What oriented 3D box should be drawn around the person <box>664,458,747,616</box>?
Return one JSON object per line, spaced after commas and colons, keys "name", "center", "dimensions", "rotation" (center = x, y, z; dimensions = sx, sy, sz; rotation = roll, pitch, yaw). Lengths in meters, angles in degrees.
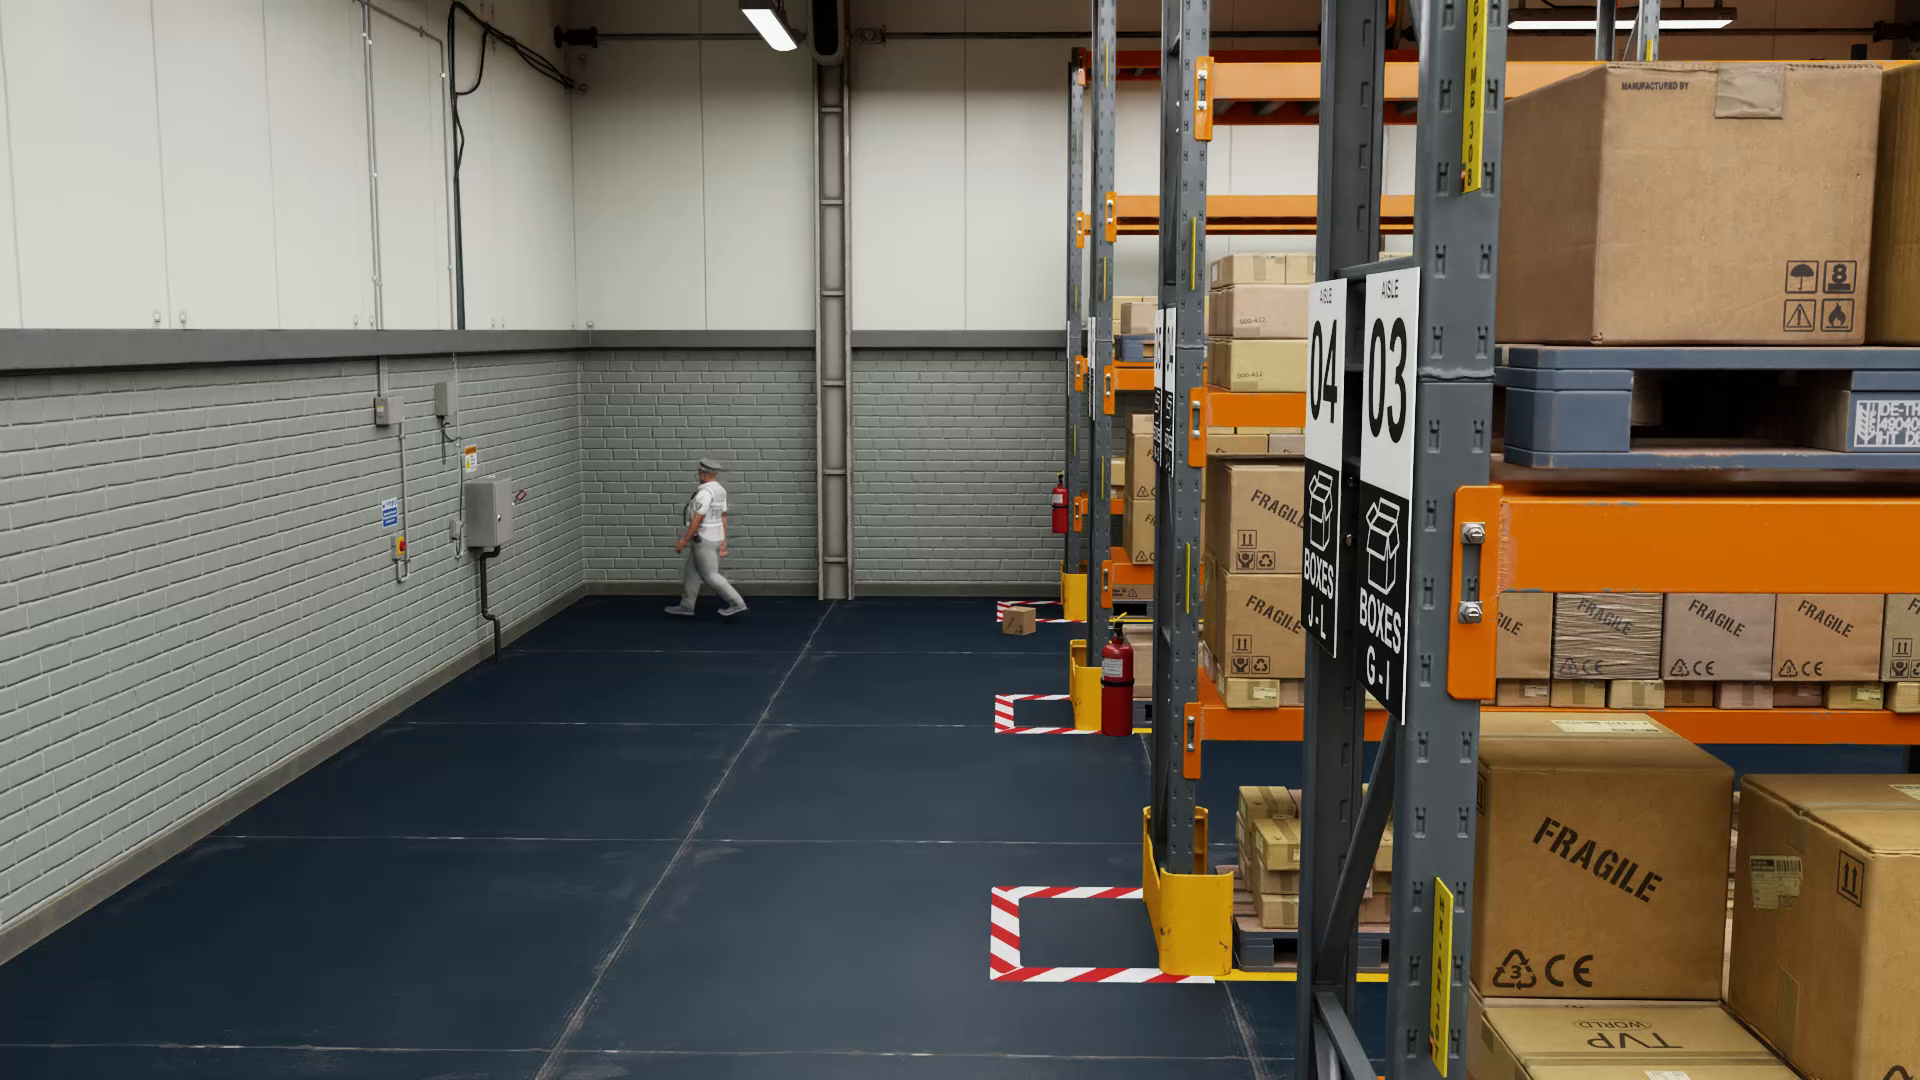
{"name": "person", "center": [-2.755, -0.019, 17.800], "dimensions": [0.988, 1.725, 0.542], "rotation": [1, 7, 11]}
